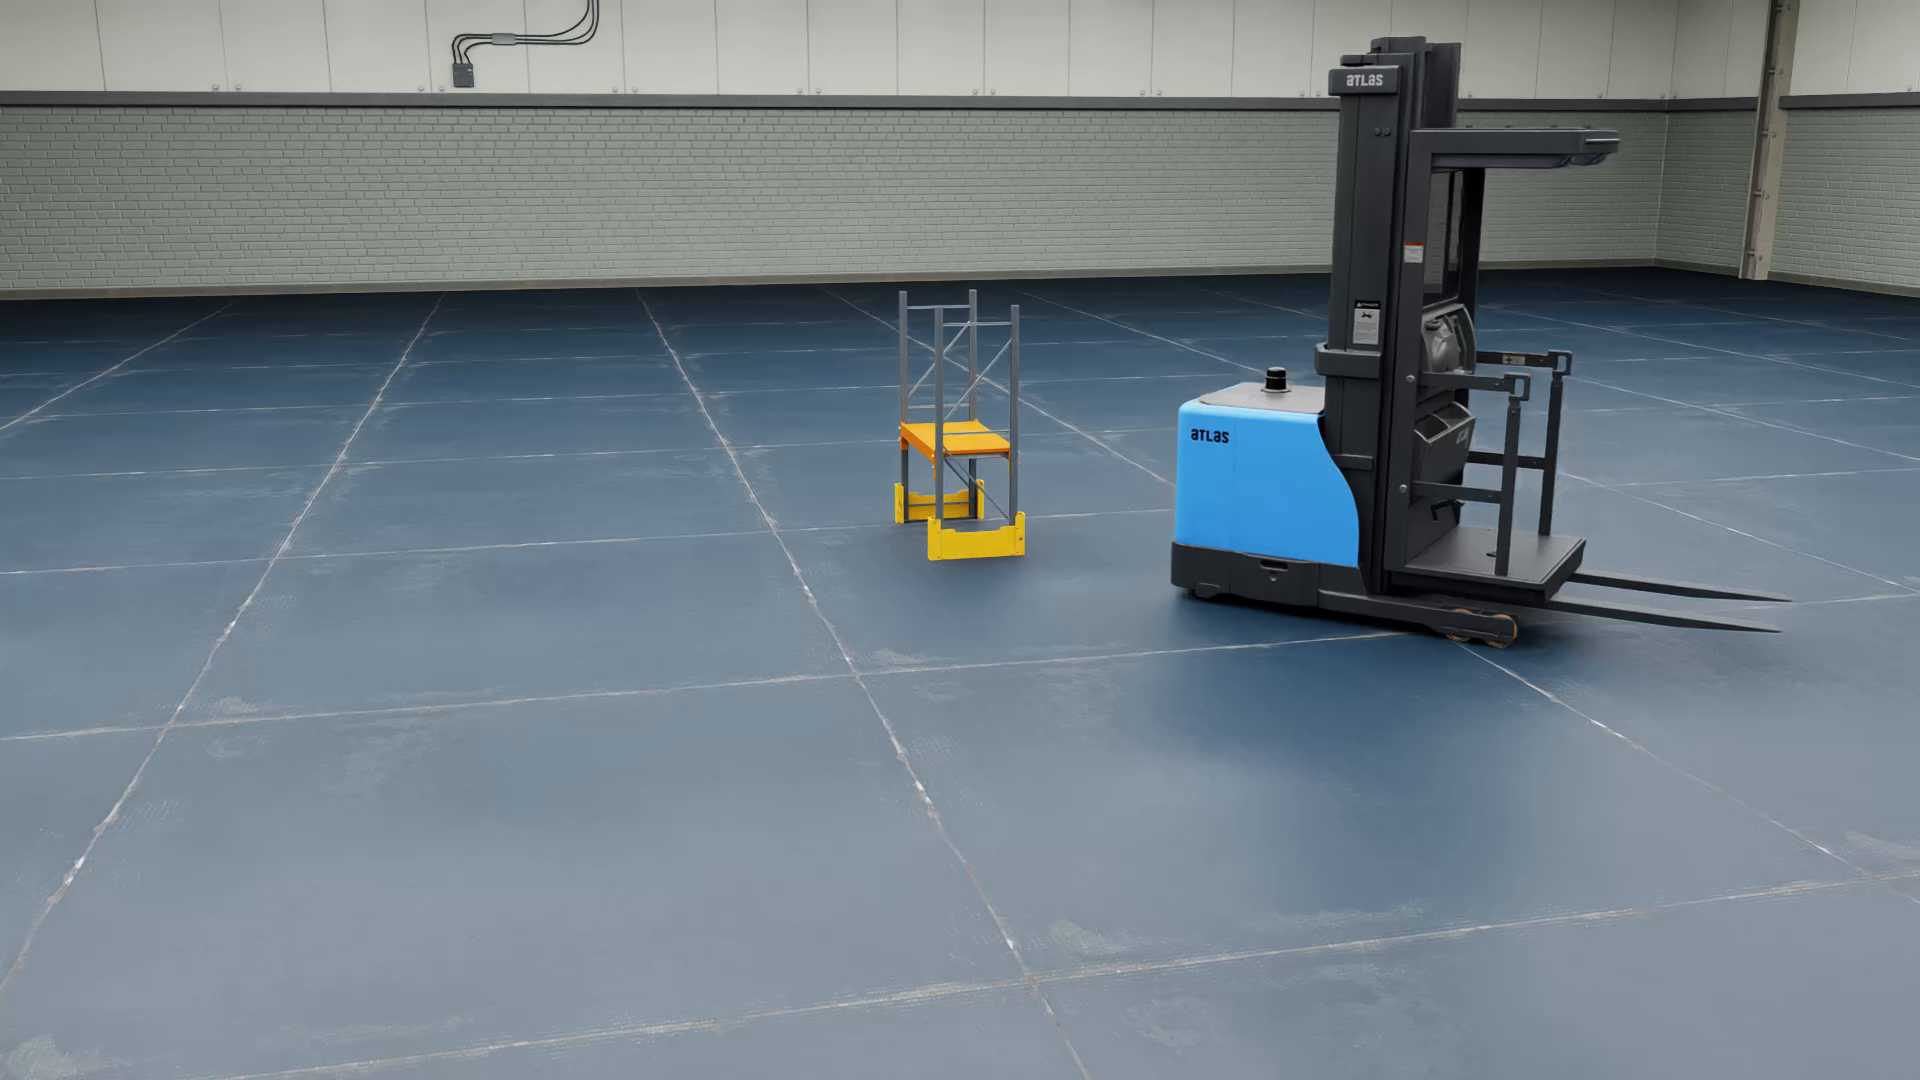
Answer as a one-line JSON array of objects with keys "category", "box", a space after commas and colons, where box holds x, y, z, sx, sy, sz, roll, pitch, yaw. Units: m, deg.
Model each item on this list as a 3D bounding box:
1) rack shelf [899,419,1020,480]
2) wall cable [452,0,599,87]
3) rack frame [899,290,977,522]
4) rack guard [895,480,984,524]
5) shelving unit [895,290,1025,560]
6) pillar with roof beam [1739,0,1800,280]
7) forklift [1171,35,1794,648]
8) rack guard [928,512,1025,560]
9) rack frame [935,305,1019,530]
[{"category": "rack shelf", "box": [-0.020, -0.574, 10.372, 0.538, 0.185, 1.000, -3, 14, -13]}, {"category": "wall cable", "box": [-6.860, -10.133, 25.777, 2.305, 6.003, 0.169, -3, 14, -13]}, {"category": "rack frame", "box": [-0.139, -0.866, 10.810, 0.500, 1.500, 0.032, -3, 14, -13]}, {"category": "rack guard", "box": [-0.135, -0.254, 10.940, 0.587, 0.250, 0.087, -3, 14, -13]}, {"category": "shelving unit", "box": [-0.018, -0.746, 10.321, 0.587, 1.500, 1.083, -3, 14, -13]}, {"category": "pillar with roof beam", "box": [9.749, -8.718, 27.150, 9.100, 9.000, 0.400, -3, 14, -13]}, {"category": "forklift", "box": [2.691, -1.033, 8.479, 3.031, 2.935, 1.130, 8, 16, 30]}, {"category": "rack guard", "box": [0.099, -0.024, 9.999, 0.587, 0.250, 0.087, -3, 14, -13]}, {"category": "rack frame", "box": [0.099, -0.631, 9.850, 0.500, 1.500, 0.032, -3, 14, -13]}]
